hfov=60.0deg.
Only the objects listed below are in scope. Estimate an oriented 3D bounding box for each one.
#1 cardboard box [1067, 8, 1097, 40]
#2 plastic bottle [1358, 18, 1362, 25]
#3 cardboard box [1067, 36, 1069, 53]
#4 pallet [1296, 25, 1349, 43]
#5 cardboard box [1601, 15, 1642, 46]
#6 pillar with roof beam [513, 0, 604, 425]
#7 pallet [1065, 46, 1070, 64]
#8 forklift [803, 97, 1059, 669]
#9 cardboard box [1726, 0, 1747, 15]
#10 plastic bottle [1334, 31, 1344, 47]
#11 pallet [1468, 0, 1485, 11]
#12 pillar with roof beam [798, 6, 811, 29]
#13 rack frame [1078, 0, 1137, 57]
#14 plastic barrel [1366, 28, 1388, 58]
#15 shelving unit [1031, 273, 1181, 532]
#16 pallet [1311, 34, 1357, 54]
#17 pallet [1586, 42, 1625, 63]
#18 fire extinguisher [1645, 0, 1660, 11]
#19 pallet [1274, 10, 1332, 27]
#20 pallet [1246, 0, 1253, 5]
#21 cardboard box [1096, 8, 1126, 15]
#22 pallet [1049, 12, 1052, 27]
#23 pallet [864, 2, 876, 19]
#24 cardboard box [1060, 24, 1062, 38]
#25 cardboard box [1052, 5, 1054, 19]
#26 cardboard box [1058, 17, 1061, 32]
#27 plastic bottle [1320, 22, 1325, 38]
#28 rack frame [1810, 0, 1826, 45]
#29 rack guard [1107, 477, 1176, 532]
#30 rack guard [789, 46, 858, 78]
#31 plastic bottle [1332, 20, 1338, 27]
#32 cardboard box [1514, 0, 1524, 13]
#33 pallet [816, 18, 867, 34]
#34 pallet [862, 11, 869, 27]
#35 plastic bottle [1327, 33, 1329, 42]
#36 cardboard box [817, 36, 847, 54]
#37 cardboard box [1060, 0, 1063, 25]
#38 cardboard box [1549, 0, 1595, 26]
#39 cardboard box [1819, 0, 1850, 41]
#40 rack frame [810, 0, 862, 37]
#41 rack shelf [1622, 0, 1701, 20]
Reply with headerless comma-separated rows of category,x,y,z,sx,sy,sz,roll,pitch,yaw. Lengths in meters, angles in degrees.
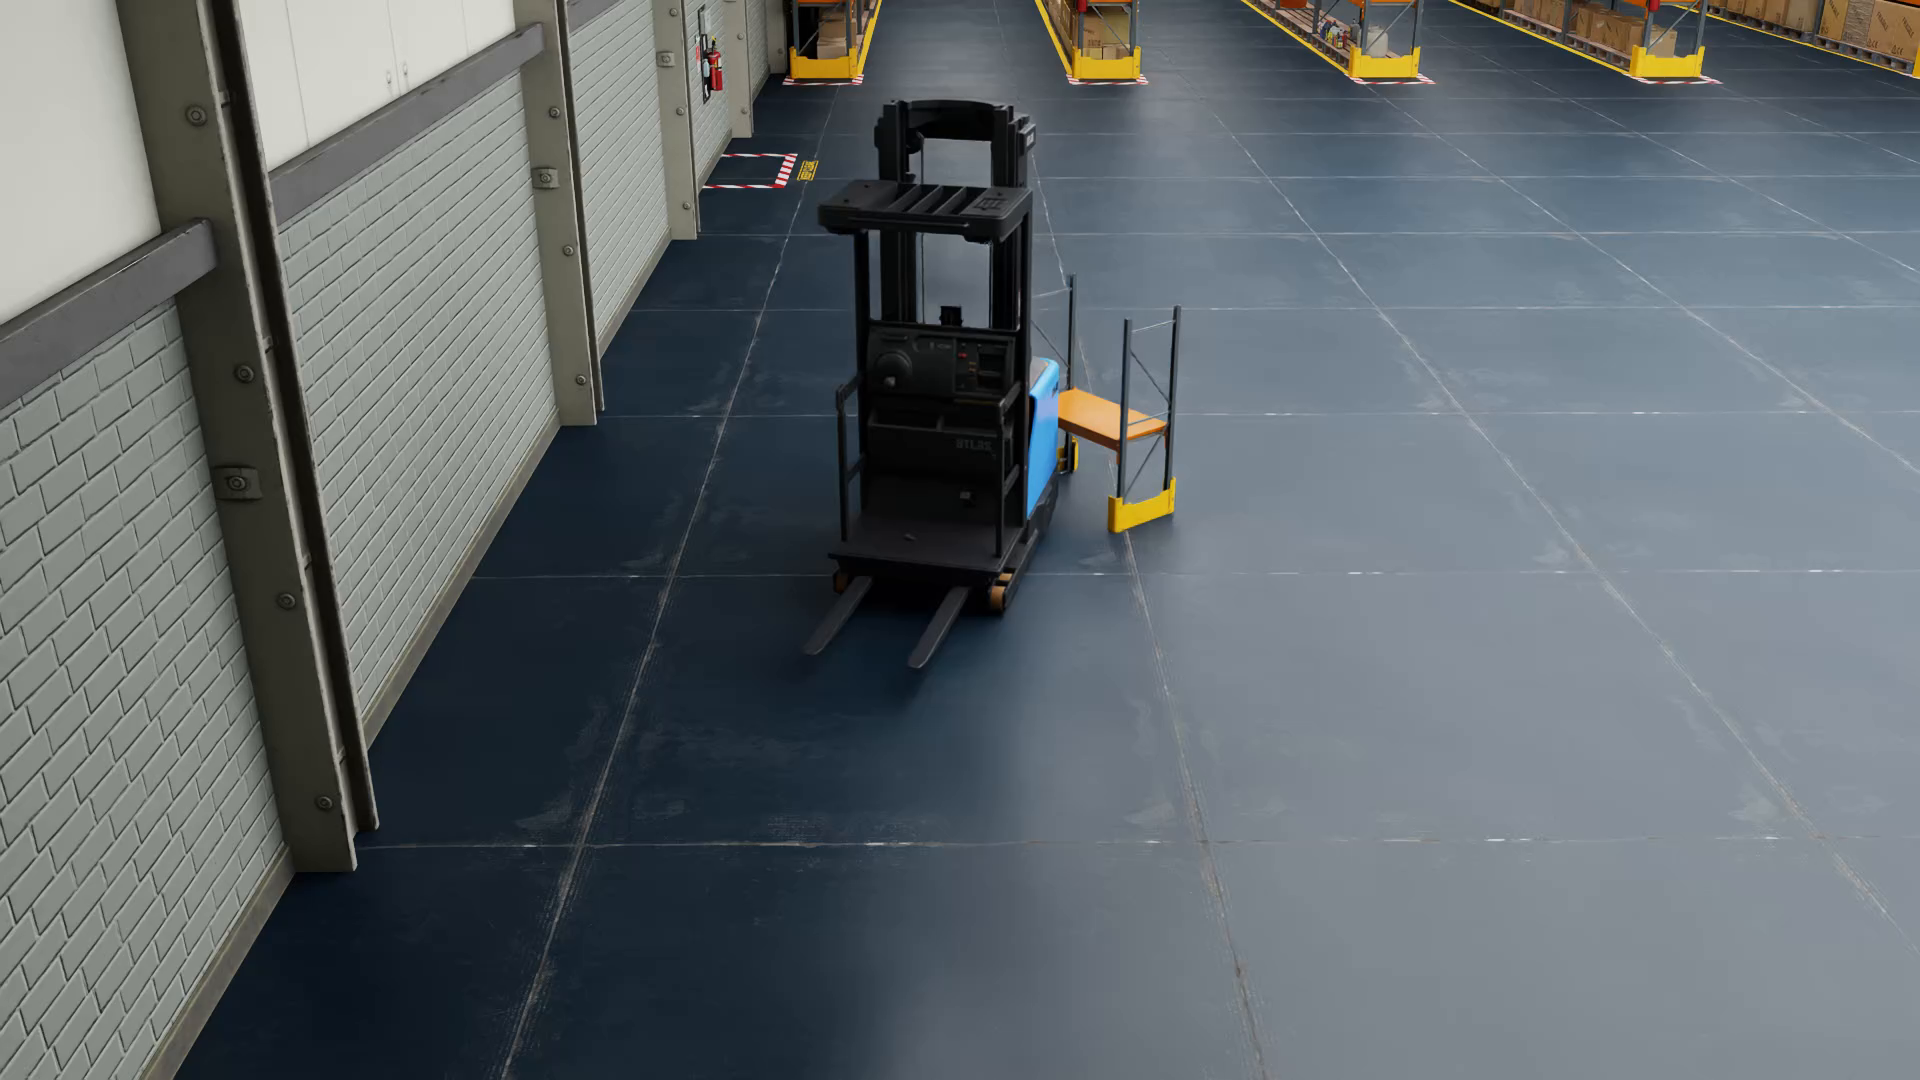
cardboard box,2.232,-9.432,30.382,0.500,0.500,0.500,0,24,-1
plastic bottle,7.766,-9.919,32.222,0.144,0.351,0.185,-1,24,-2
cardboard box,2.235,-9.091,30.537,0.500,0.250,0.500,0,24,-1
pallet,7.423,-10.242,33.640,1.003,0.211,1.213,0,24,-1
cardboard box,12.487,-9.608,31.377,0.500,0.500,0.500,-2,24,-5
pillar with roof beam,1.236,-5.117,11.643,9.100,9.000,0.400,0,24,-1
pallet,2.500,-9.066,31.040,1.003,0.211,1.213,0,24,-1
forklift,-0.171,-1.064,10.045,1.130,2.935,3.031,6,25,13
cardboard box,17.257,-11.756,35.822,1.050,0.750,0.750,-1,24,-1
plastic bottle,7.080,-9.359,31.075,0.152,0.276,0.135,0,24,0
pallet,12.436,-12.416,38.446,1.003,0.211,1.213,0,24,-1
pillar with roof beam,0.974,-15.006,33.510,9.100,9.000,0.400,0,24,-1
rack frame,2.561,-9.520,28.660,1.000,3.000,0.127,0,24,-1
plastic barrel,7.430,-8.870,29.731,0.421,0.512,0.421,0,24,0
shelving unit,0.943,-0.981,11.598,0.587,1.500,1.083,-19,30,-35
pallet,7.436,-9.642,32.313,1.003,0.211,1.213,0,24,-1
pallet,12.482,-9.161,31.248,1.003,0.211,1.213,0,24,-1
fire extinguisher,12.007,-9.479,28.662,0.296,0.674,0.183,0,24,-1
pallet,7.396,-11.248,35.863,1.003,0.211,1.213,0,24,-1
pallet,7.350,-12.897,39.510,1.003,0.211,1.213,0,24,-1
cardboard box,2.752,-9.435,30.387,0.500,0.500,0.500,0,24,-1
pallet,2.444,-11.207,35.773,1.003,0.211,1.213,0,24,-1
pallet,-2.413,-11.848,37.190,1.003,0.211,1.213,0,24,-1
cardboard box,2.219,-9.915,32.359,0.500,0.250,0.500,0,24,-1
cardboard box,2.204,-11.117,35.017,0.500,0.250,0.500,-1,24,-2
cardboard box,2.223,-10.277,33.159,0.500,0.250,0.500,0,24,-1
plastic bottle,7.066,-9.882,32.232,0.152,0.276,0.135,1,24,1
rack frame,17.384,-11.192,32.357,1.000,3.000,0.127,0,24,-1
rack guard,1.257,-0.252,11.504,0.587,0.250,0.087,-19,30,-35
rack guard,-2.393,-8.389,29.192,1.175,0.500,0.348,0,24,-1
plastic bottle,7.208,-9.849,32.067,0.144,0.351,0.185,0,24,-1
cardboard box,12.407,-11.645,35.858,0.700,0.500,0.500,-2,24,-3
pallet,-2.462,-10.699,34.650,1.003,0.211,1.213,0,24,-1
pallet,-2.473,-11.201,35.759,1.003,0.211,1.213,0,24,-1
plastic bottle,7.046,-9.586,31.667,0.097,0.201,0.097,0,24,0
cardboard box,-2.316,-8.992,30.221,0.500,0.311,0.500,2,24,4
cardboard box,2.209,-10.256,32.204,0.500,0.500,0.500,0,24,-1
cardboard box,12.452,-10.723,33.818,0.700,0.500,0.500,0,24,-1
cardboard box,17.321,-10.156,32.134,0.875,0.875,0.875,0,24,0
rack frame,-2.436,-11.145,32.252,1.000,3.000,0.127,0,24,-1
rack shelf,12.445,-10.060,30.726,1.077,0.370,4.000,0,24,-1
